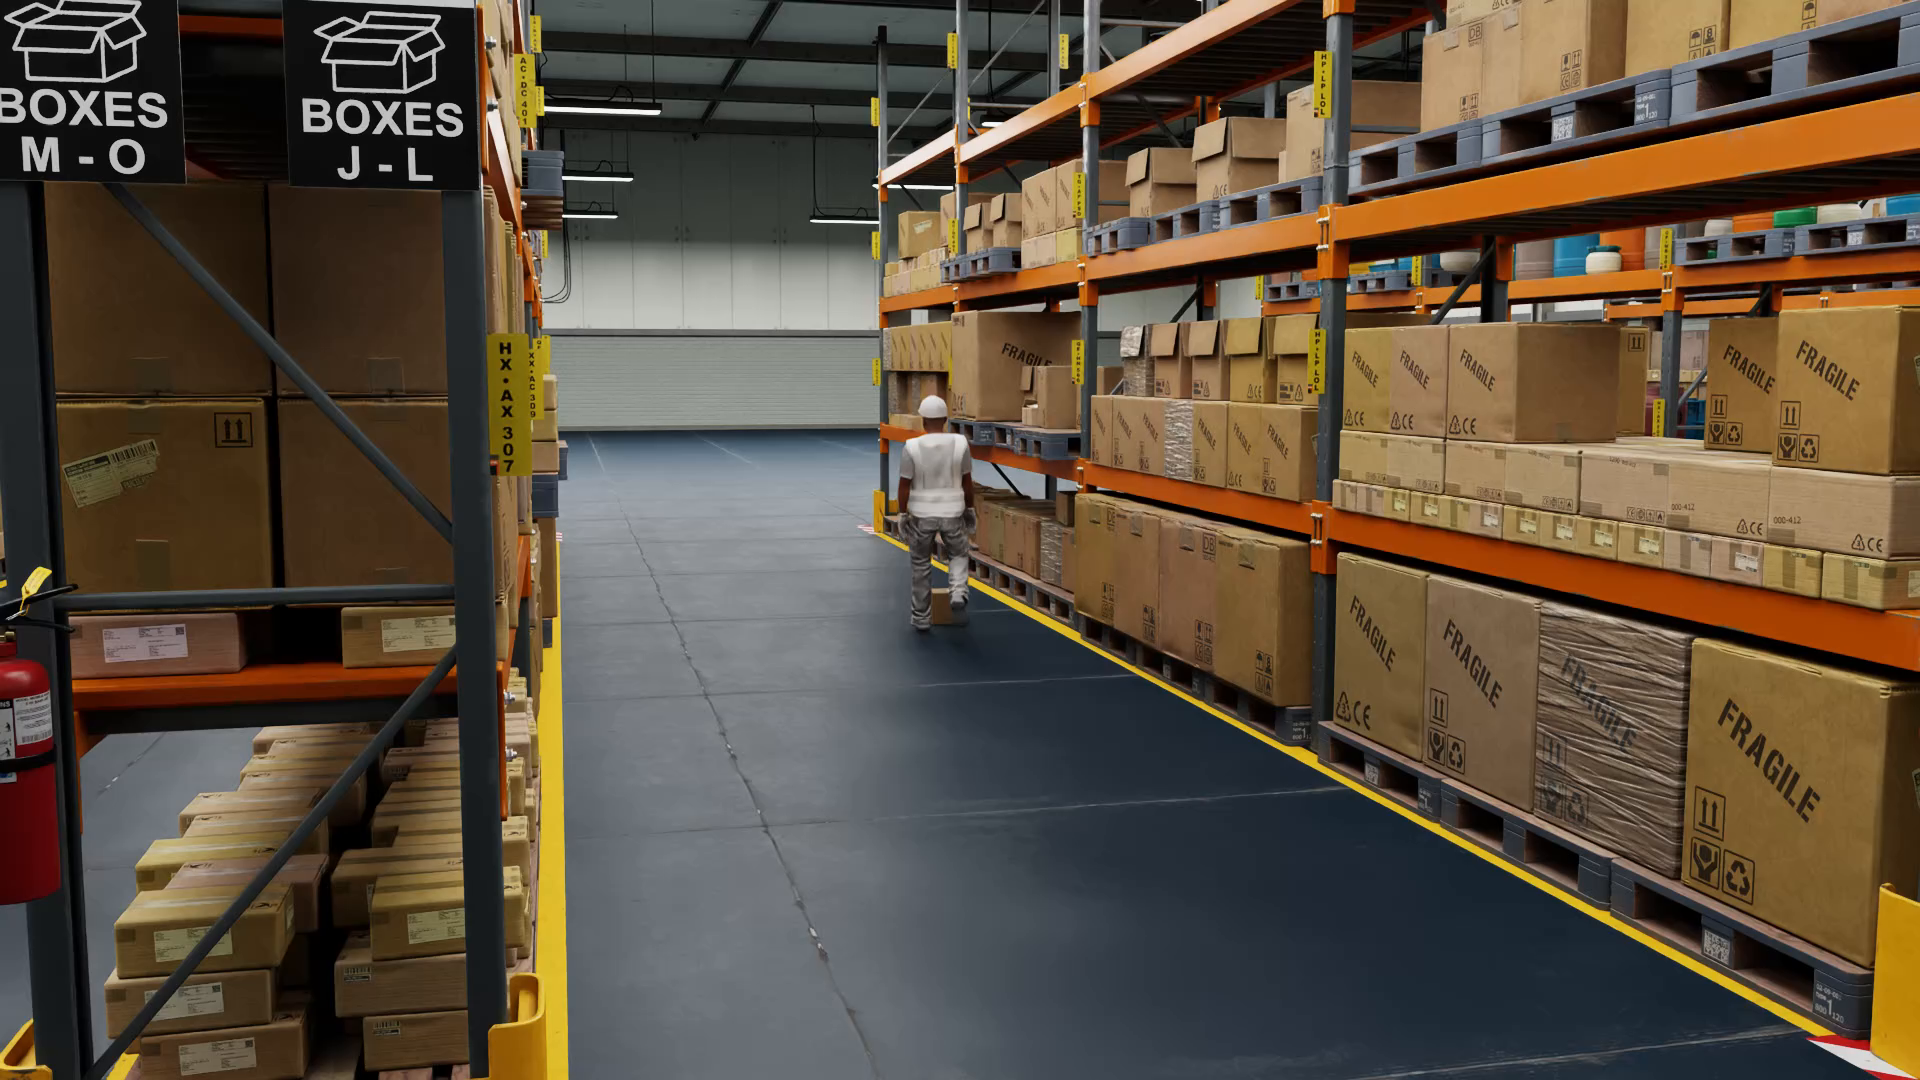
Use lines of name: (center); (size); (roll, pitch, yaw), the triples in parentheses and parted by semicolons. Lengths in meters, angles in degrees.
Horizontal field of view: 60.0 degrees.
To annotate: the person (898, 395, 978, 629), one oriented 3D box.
person: (-0.172, -0.198, 12.471); (0.604, 1.771, 0.713); (-1, 6, -7)
